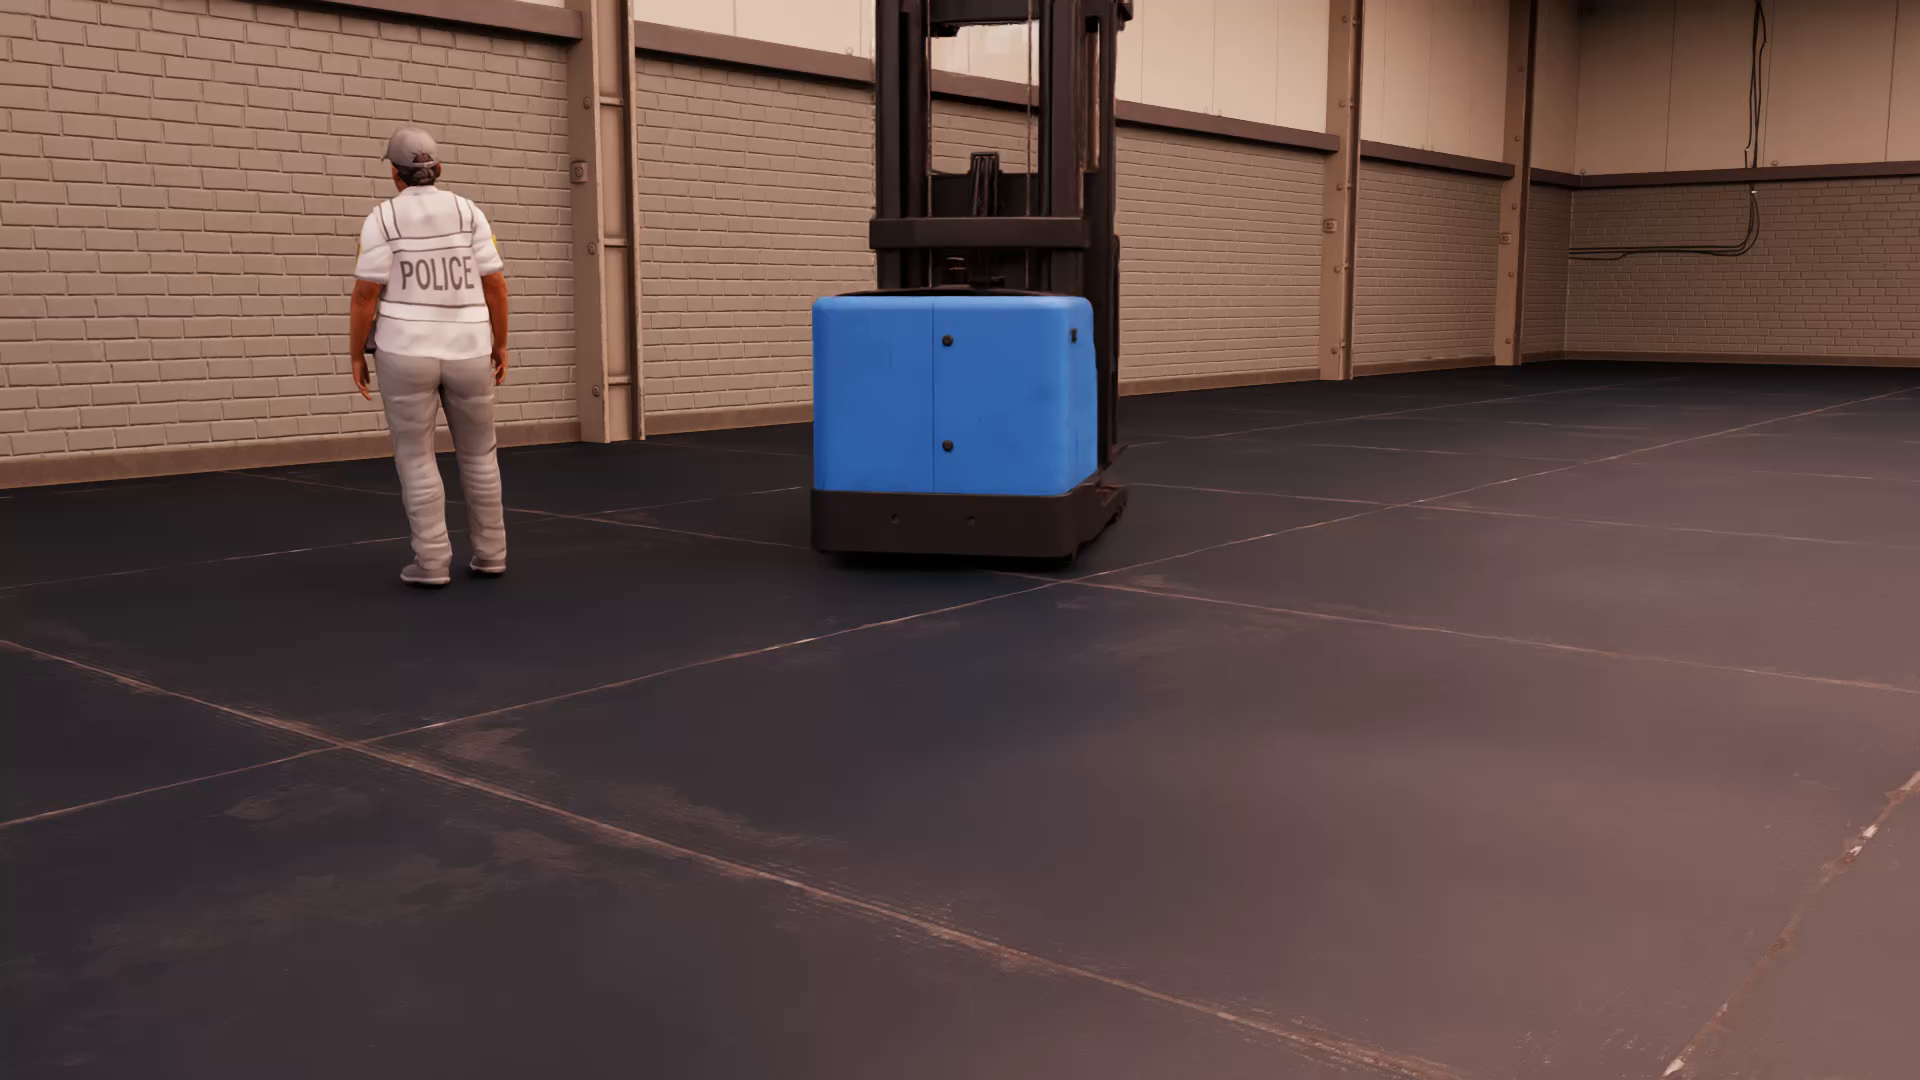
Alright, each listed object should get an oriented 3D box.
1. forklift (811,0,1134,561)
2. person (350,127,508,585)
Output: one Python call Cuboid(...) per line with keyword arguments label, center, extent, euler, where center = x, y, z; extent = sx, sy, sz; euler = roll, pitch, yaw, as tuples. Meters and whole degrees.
Cuboid(label="forklift", center=(0.210, -1.537, 7.788), extent=(1.130, 2.935, 3.031), euler=(2, 9, 12))
Cuboid(label="person", center=(-1.980, -0.671, 6.198), extent=(0.588, 1.672, 0.532), euler=(-5, 10, -31))
